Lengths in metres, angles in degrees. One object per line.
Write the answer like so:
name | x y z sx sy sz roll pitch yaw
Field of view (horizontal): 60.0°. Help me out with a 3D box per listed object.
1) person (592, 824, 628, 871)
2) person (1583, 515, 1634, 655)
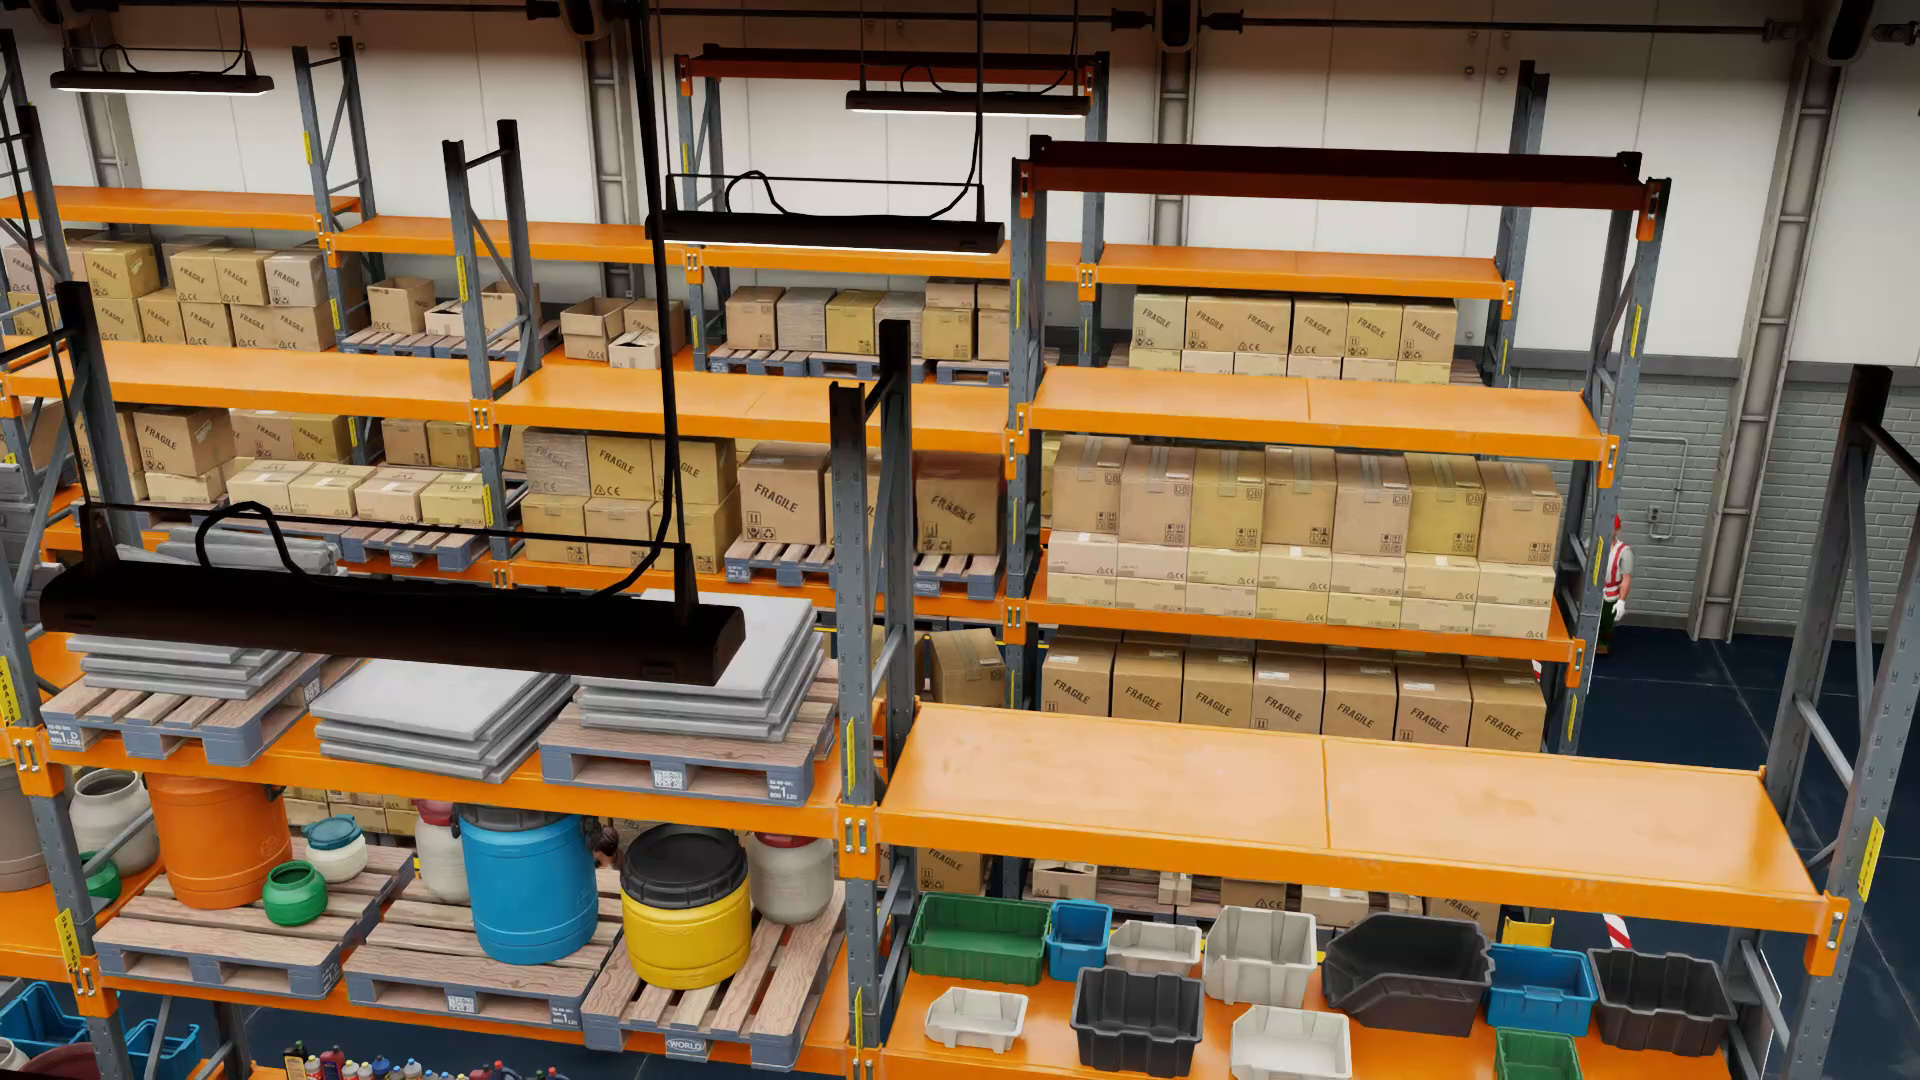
person | -2.470 2.636 11.461 0.965 1.545 0.481 7 24 16
person | 6.480 0.549 16.826 0.551 1.751 1.072 12 26 27
